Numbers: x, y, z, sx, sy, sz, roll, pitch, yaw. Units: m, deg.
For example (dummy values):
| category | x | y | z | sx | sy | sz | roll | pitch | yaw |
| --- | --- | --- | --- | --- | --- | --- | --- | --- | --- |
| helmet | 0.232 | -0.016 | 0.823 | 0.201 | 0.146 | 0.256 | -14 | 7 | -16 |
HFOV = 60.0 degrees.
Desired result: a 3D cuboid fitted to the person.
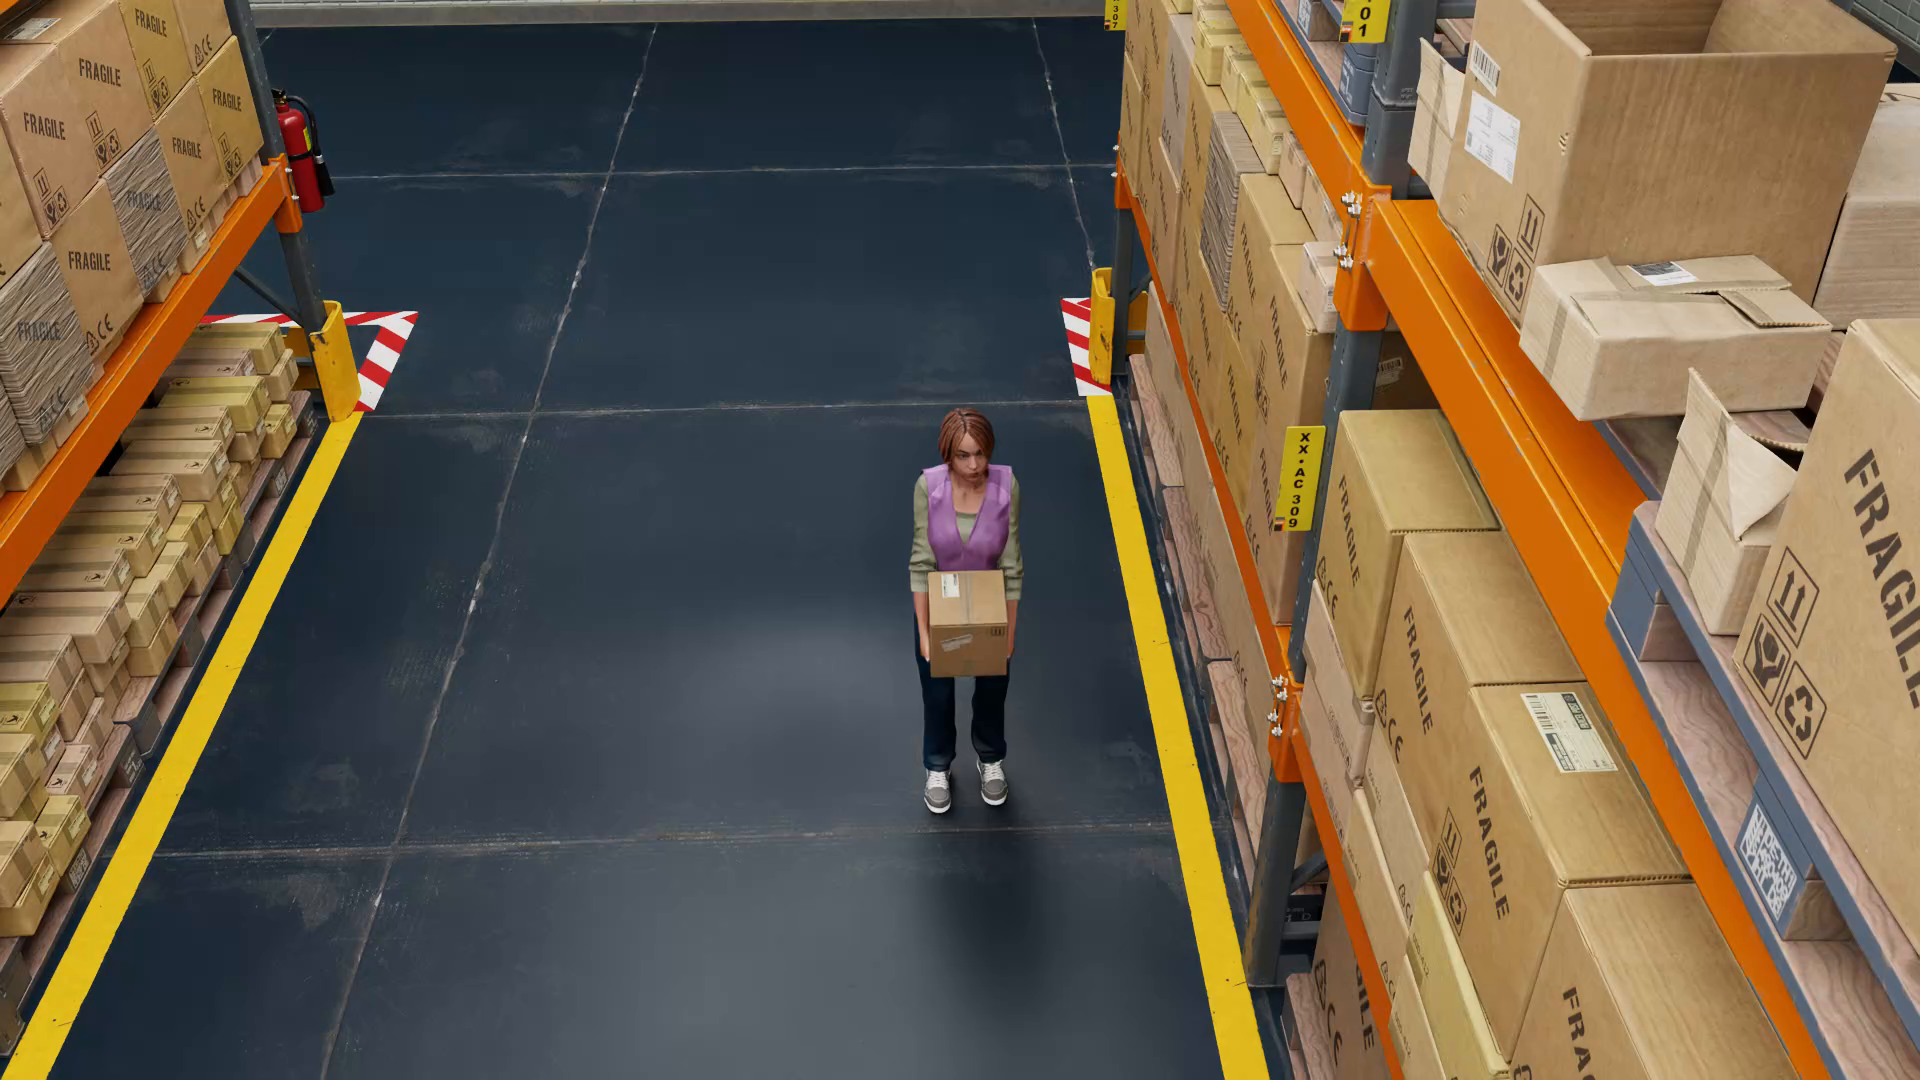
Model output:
| category | x | y | z | sx | sy | sz | roll | pitch | yaw |
| --- | --- | --- | --- | --- | --- | --- | --- | --- | --- |
| person | 0.021 | 0.305 | 5.742 | 0.386 | 1.590 | 0.497 | -2 | 36 | -2 |
